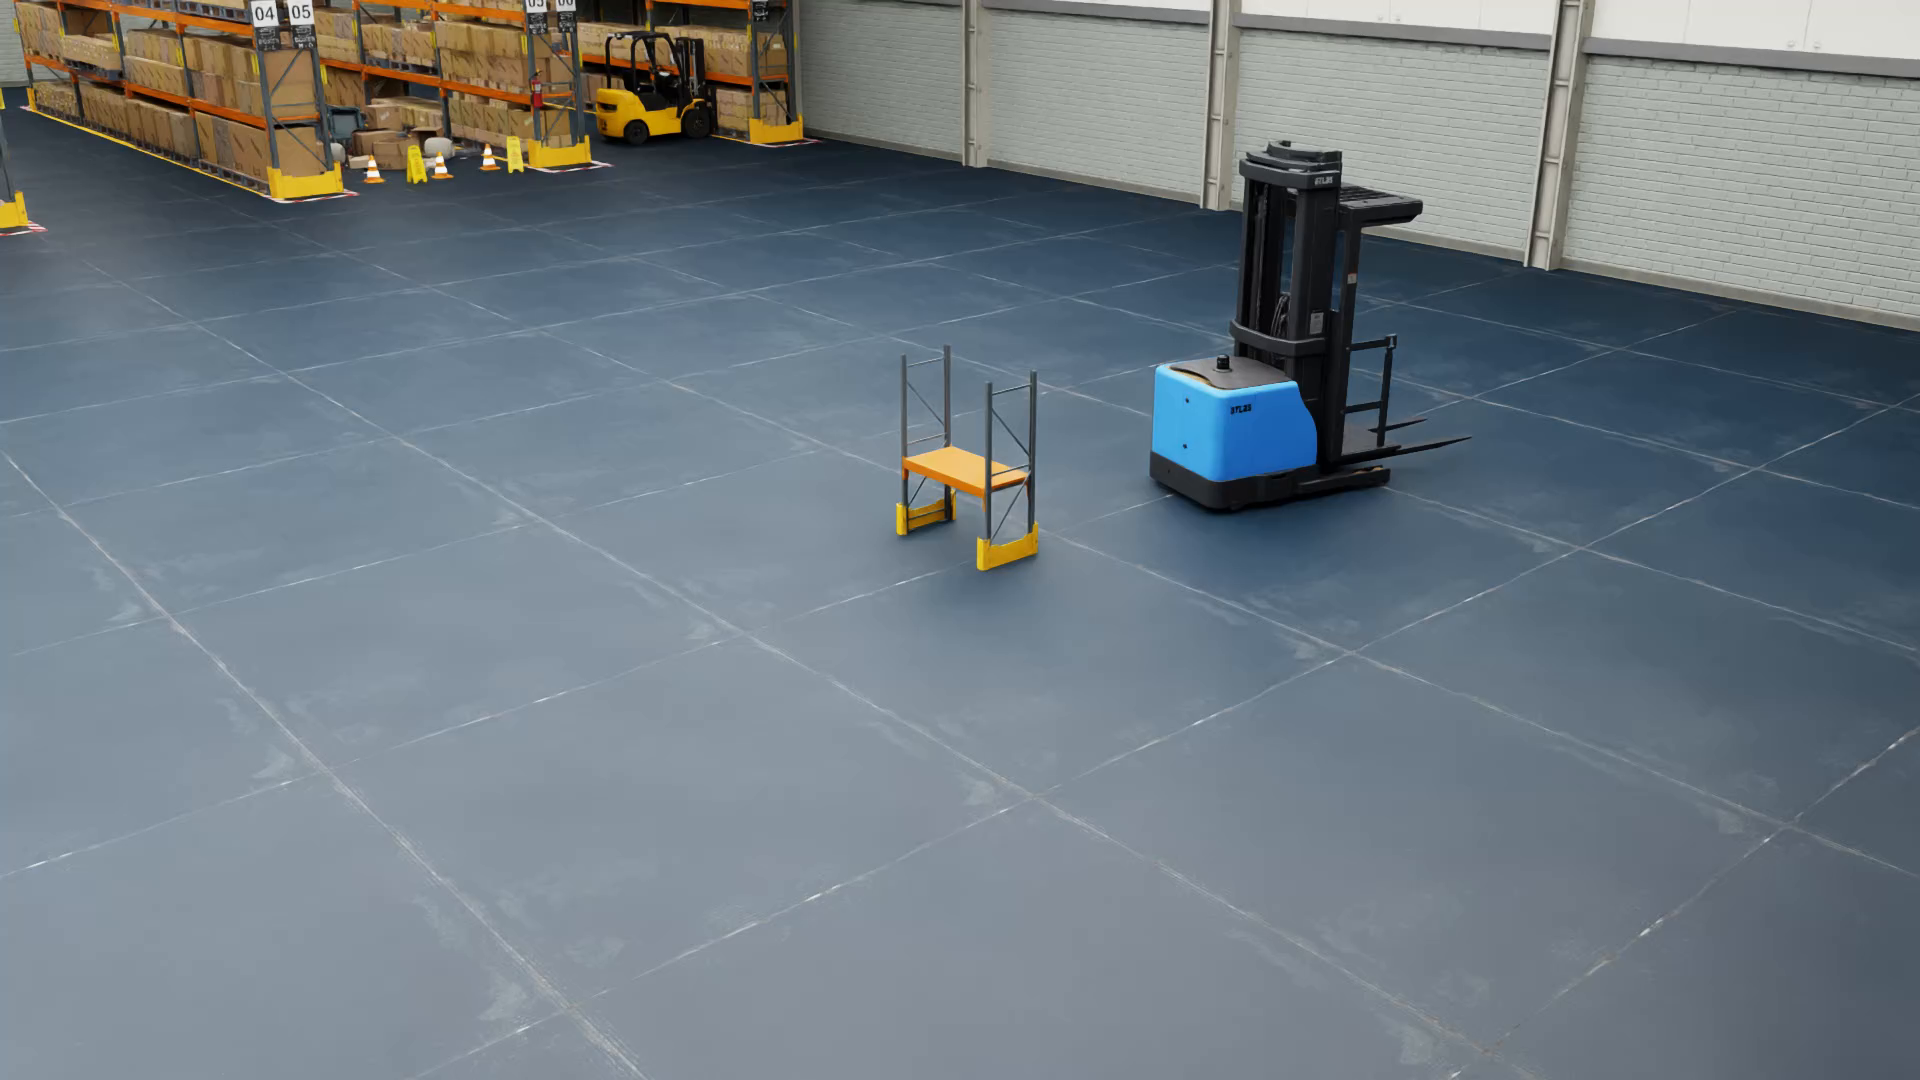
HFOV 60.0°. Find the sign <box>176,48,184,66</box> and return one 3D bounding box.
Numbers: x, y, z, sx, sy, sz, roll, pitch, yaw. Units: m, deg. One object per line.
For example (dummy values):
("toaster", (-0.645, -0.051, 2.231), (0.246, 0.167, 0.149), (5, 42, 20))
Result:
("sign", (-14.312, -8.862, 30.517), (0.100, 0.325, 0.005), (-17, 27, -37))

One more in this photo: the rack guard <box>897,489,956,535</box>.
("rack guard", (-0.275, -0.233, 13.736), (0.587, 0.250, 0.087), (-17, 27, -37))

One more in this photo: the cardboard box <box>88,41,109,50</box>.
("cardboard box", (-17.848, -10.261, 34.523), (0.380, 0.149, 0.250), (-17, 27, -37))

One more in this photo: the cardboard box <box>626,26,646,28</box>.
("cardboard box", (-7.492, -11.809, 38.496), (0.380, 0.149, 0.250), (-17, 27, -37))

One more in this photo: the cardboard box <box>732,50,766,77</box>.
("cardboard box", (-4.374, -9.895, 34.498), (0.500, 0.500, 0.500), (-18, 28, -39))

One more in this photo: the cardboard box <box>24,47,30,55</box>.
("cardboard box", (-21.777, -11.522, 39.134), (0.380, 0.149, 0.250), (-18, 28, -38))

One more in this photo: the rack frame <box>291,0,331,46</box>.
("rack frame", (-15.445, -11.908, 39.774), (1.000, 3.000, 0.127), (-17, 27, -37))

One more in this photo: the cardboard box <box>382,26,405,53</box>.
("cardboard box", (-12.018, -10.717, 35.611), (0.500, 0.500, 0.500), (-17, 27, -37))

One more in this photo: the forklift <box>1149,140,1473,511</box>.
("forklift", (3.229, -1.970, 14.495), (3.031, 2.935, 1.130), (-11, 24, -25))

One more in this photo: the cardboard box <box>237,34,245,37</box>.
("cardboard box", (-17.960, -12.859, 42.064), (0.500, 0.500, 0.500), (-18, 27, -38))

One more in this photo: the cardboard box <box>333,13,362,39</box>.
("cardboard box", (-13.711, -11.535, 37.314), (0.500, 0.500, 0.500), (-17, 27, -37))

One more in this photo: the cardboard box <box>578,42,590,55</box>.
("cardboard box", (-8.647, -11.595, 39.180), (0.500, 0.250, 0.500), (-18, 28, -39))

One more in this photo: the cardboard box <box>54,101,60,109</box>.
("cardboard box", (-20.621, -10.030, 38.312), (0.380, 0.149, 0.250), (-17, 27, -37))

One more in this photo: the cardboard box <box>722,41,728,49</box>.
("cardboard box", (-4.758, -10.374, 34.830), (0.380, 0.149, 0.250), (-18, 27, -38))

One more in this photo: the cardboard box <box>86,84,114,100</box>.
("cardboard box", (-18.497, -9.669, 35.880), (0.500, 0.250, 0.500), (-17, 27, -36))

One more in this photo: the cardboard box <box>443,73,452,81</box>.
("cardboard box", (-10.260, -9.417, 33.759), (0.380, 0.149, 0.250), (-18, 27, -38))

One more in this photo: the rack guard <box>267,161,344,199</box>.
("rack guard", (-11.280, -6.216, 28.668), (1.175, 0.500, 0.348), (-17, 27, -37))

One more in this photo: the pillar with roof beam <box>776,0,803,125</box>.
("pillar with roof beam", (-6.887, -11.951, 31.657), (9.100, 9.000, 0.400), (-17, 27, -37))

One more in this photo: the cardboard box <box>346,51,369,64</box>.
("cardboard box", (-13.361, -10.811, 37.178), (0.500, 0.250, 0.500), (-19, 28, -39))

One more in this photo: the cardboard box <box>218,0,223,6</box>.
("cardboard box", (-12.434, -9.200, 28.380), (0.380, 0.149, 0.250), (-18, 28, -38))

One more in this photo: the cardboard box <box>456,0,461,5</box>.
("cardboard box", (-9.698, -10.626, 32.733), (0.380, 0.149, 0.250), (-16, 27, -36))

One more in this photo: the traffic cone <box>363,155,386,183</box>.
("traffic cone", (-10.567, -6.690, 29.929), (0.336, 0.463, 0.334), (-17, 27, -37))

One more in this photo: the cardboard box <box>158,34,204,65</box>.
("cardboard box", (-14.902, -9.421, 31.915), (0.700, 0.500, 0.500), (-17, 27, -37))

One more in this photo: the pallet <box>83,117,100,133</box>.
("pallet", (-18.620, -9.188, 36.654), (1.003, 0.211, 1.213), (-17, 27, -37))

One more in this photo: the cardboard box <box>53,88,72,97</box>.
("cardboard box", (-20.465, -10.226, 37.997), (0.380, 0.149, 0.250), (-19, 28, -39))

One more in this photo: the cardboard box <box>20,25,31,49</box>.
("cardboard box", (-21.656, -11.802, 38.958), (0.500, 0.500, 0.500), (-16, 26, -35))

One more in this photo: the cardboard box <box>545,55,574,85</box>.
("cardboard box", (-7.711, -8.974, 31.739), (0.500, 0.500, 0.500), (-18, 28, -38))

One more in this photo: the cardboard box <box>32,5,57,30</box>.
("cardboard box", (-20.656, -11.843, 37.693), (0.500, 0.500, 0.500), (-19, 28, -39))

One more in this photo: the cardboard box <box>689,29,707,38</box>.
("cardboard box", (-5.581, -10.872, 35.694), (0.380, 0.149, 0.250), (-18, 27, -38))

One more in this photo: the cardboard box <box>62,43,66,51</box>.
("cardboard box", (-19.220, -10.700, 36.051), (0.380, 0.149, 0.250), (-17, 27, -37))

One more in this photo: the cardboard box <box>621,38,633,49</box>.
("cardboard box", (-7.320, -11.258, 37.636), (0.500, 0.250, 0.500), (-18, 28, -39))

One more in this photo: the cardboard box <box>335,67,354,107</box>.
("cardboard box", (-13.801, -10.467, 38.433), (0.875, 0.875, 0.875), (-17, 27, -37))

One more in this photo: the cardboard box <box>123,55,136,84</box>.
("cardboard box", (-16.429, -9.455, 33.373), (0.500, 0.500, 0.500), (-17, 27, -37))

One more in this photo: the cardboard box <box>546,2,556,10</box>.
("cardboard box", (-7.582, -10.041, 31.239), (0.380, 0.149, 0.250), (-17, 27, -37))

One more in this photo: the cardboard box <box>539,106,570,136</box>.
("cardboard box", (-7.945, -8.152, 32.351), (0.500, 0.500, 0.500), (-19, 28, -39))

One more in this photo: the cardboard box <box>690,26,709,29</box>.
("cardboard box", (-5.712, -11.202, 36.537), (0.380, 0.149, 0.250), (-18, 28, -38))

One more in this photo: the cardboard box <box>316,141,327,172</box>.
("cardboard box", (-12.116, -7.144, 31.035), (0.500, 0.500, 0.500), (-12, 25, -28))

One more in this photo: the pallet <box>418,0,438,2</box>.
("pallet", (-10.545, -11.203, 34.118), (1.213, 0.211, 1.003), (-17, 27, -37))

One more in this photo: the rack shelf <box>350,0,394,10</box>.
("rack shelf", (-14.139, -12.417, 37.947), (1.077, 0.370, 4.000), (-17, 27, -37))

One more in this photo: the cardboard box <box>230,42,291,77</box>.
("cardboard box", (-12.200, -8.388, 29.100), (0.875, 0.550, 0.550), (-17, 27, -37))

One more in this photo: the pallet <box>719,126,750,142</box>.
("pallet", (-4.385, -8.678, 35.351), (1.003, 0.211, 1.213), (-17, 27, -37))

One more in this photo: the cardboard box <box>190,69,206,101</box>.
("cardboard box", (-13.657, -8.462, 30.770), (0.875, 0.550, 0.550), (-17, 27, -37))

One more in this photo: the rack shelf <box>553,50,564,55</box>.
("rack shelf", (-10.381, -12.203, 41.514), (1.077, 0.370, 4.000), (-17, 27, -37))

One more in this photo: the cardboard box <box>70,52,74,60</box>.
("cardboard box", (-18.875, -10.417, 35.735), (0.380, 0.149, 0.250), (-17, 27, -37))

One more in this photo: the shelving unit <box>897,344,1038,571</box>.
("shelving unit", (0.050, -0.677, 13.157), (0.587, 1.500, 1.083), (-17, 27, -37))

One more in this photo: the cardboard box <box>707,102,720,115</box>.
("cardboard box", (-5.081, -9.262, 35.527), (0.500, 0.250, 0.500), (-18, 28, -39))

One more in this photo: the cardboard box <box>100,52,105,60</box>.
("cardboard box", (-17.361, -9.915, 34.046), (0.380, 0.149, 0.250), (-16, 27, -35))

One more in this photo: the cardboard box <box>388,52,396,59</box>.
("cardboard box", (-12.079, -10.446, 35.809), (0.380, 0.149, 0.250), (-16, 26, -34))

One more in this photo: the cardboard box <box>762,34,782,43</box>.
("cardboard box", (-3.911, -10.406, 34.504), (0.380, 0.149, 0.250), (-18, 28, -38))

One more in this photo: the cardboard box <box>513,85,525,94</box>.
("cardboard box", (-8.268, -8.571, 31.600), (0.380, 0.149, 0.250), (-18, 28, -38))

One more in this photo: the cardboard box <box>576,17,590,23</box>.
("cardboard box", (-9.294, -12.407, 40.335), (0.500, 0.500, 0.500), (-16, 26, -35))

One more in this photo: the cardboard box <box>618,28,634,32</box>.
("cardboard box", (-7.554, -11.546, 37.823), (0.380, 0.149, 0.250), (-18, 28, -39))

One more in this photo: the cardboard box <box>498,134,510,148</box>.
("cardboard box", (-8.676, -7.812, 32.511), (0.500, 0.250, 0.500), (-17, 27, -37))

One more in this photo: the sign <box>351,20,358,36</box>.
("sign", (-13.252, -11.209, 36.401), (0.100, 0.325, 0.005), (-17, 27, -37))

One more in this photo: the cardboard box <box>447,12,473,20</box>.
("cardboard box", (-13.227, -14.010, 43.910), (0.500, 0.500, 0.500), (-17, 27, -36))

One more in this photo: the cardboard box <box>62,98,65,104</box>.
("cardboard box", (-20.220, -10.020, 37.878), (0.380, 0.149, 0.250), (-17, 27, -36))

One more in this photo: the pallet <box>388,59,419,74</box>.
("pallet", (-11.511, -10.176, 35.616), (1.003, 0.211, 1.213), (-17, 27, -37))
